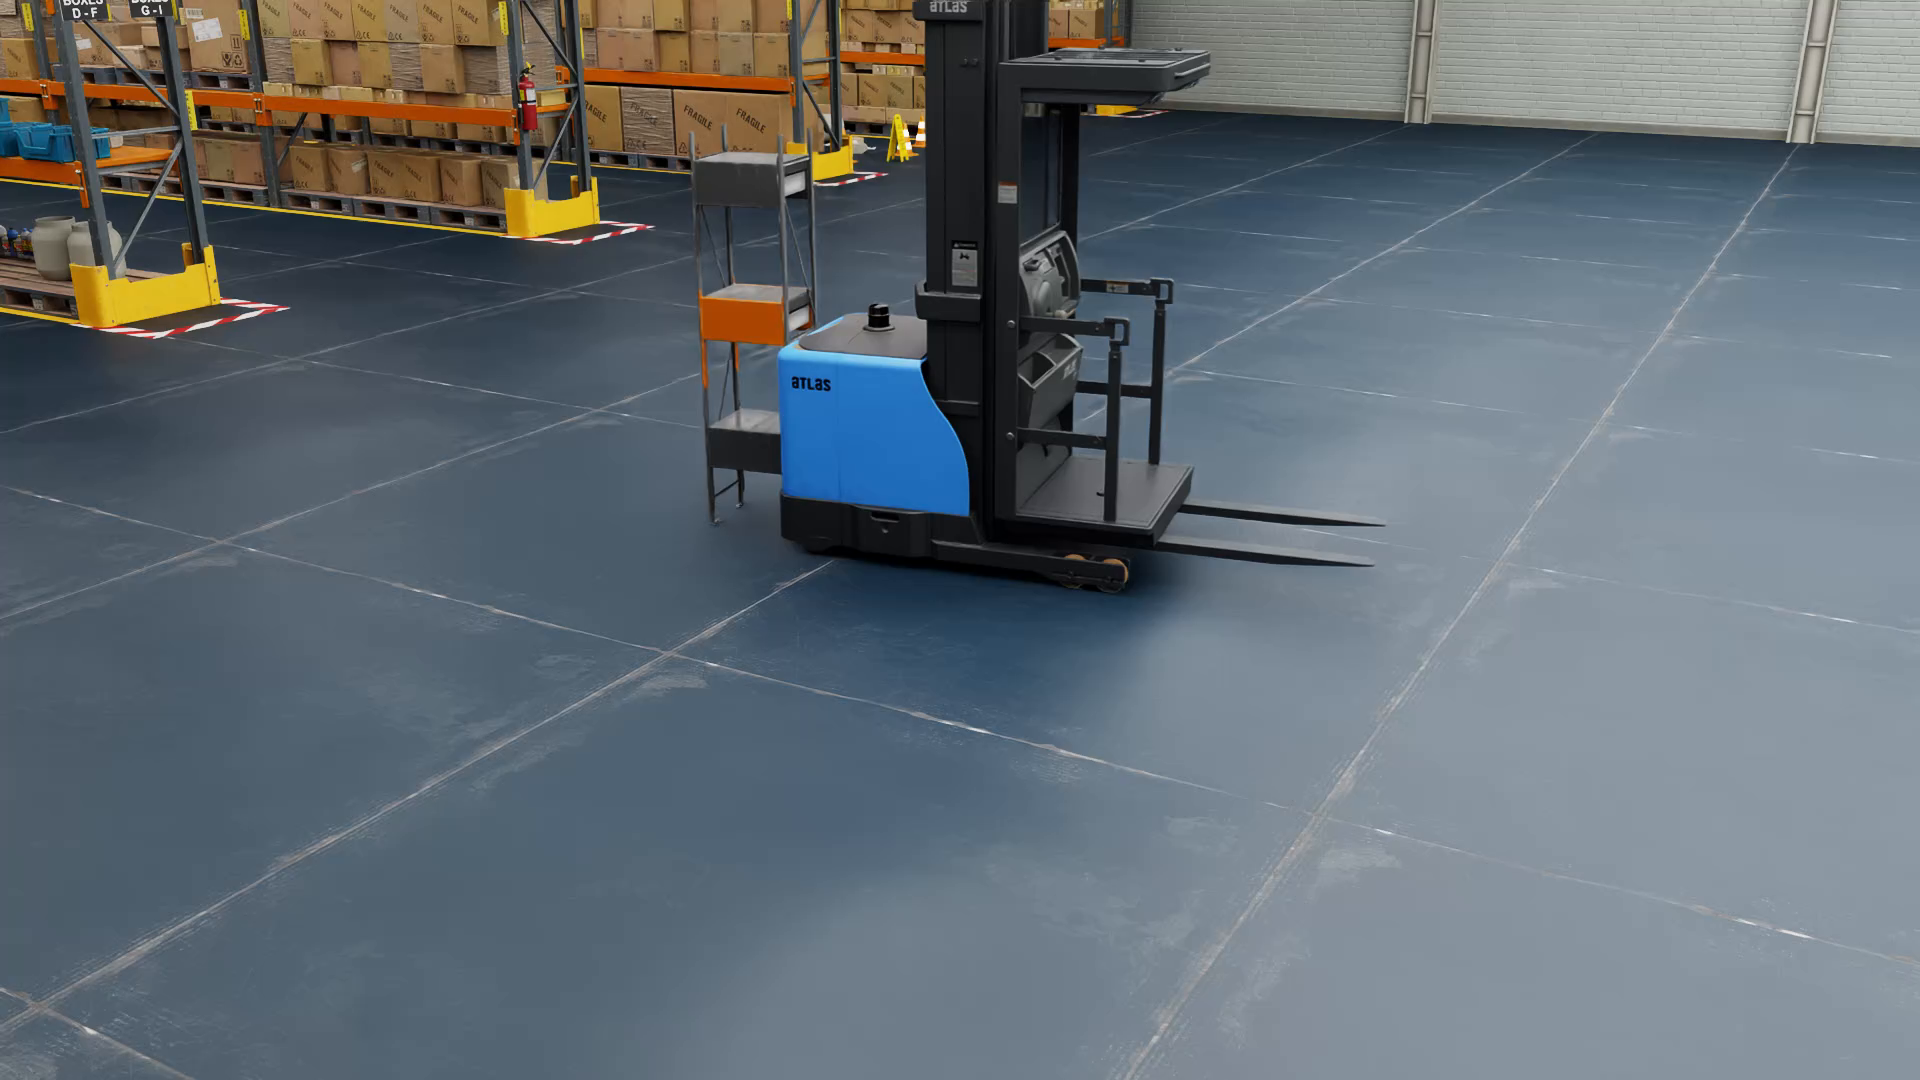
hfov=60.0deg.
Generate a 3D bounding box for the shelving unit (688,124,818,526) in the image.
[{"bbox_3d":[-1.065,-1.104,8.828,0.503,2.100,0.431,7,21,18],"label":"shelving unit"}]

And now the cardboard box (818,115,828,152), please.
[{"bbox_3d":[-2.330,-6.140,25.054,0.637,0.503,0.797,-4,20,-10],"label":"cardboard box"}]

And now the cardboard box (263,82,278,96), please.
[{"bbox_3d":[-7.846,-5.247,19.299,0.250,0.149,0.380,11,23,27],"label":"cardboard box"}]

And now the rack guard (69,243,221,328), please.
[{"bbox_3d":[-6.900,-2.174,14.125,0.348,0.500,1.175,11,23,27],"label":"rack guard"}]

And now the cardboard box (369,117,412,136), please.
[{"bbox_3d":[-8.384,-6.627,25.419,0.750,0.750,1.050,10,22,27],"label":"cardboard box"}]

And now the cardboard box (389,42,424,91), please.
[{"bbox_3d":[-5.772,-5.255,18.370,0.500,0.500,0.875,11,23,27],"label":"cardboard box"}]

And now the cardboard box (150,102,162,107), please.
[{"bbox_3d":[-13.279,-7.316,27.763,0.250,0.149,0.380,10,22,25],"label":"cardboard box"}]

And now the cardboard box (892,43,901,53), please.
[{"bbox_3d":[-0.876,-7.832,26.426,0.250,0.149,0.380,11,23,28],"label":"cardboard box"}]

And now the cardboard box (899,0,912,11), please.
[{"bbox_3d":[-0.553,-8.538,25.956,0.500,0.500,0.700,11,23,28],"label":"cardboard box"}]

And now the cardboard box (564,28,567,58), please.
[{"bbox_3d":[-5.708,-7.164,24.071,0.500,0.500,0.500,11,23,28],"label":"cardboard box"}]

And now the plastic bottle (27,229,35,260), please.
[{"bbox_3d":[-8.540,-2.726,15.337,0.097,0.271,0.097,0,20,0],"label":"plastic bottle"}]

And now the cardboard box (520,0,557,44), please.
[{"bbox_3d":[-4.742,-5.654,18.005,0.500,0.500,0.500,11,23,27],"label":"cardboard box"}]

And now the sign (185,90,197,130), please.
[{"bbox_3d":[-6.538,-3.644,14.105,0.005,0.325,0.100,11,23,27],"label":"sign"}]

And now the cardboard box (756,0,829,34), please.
[{"bbox_3d":[-2.193,-6.936,21.784,0.550,0.550,0.875,11,23,27],"label":"cardboard box"}]

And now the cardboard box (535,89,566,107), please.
[{"bbox_3d":[-4.527,-4.825,18.137,0.250,0.149,0.380,11,23,27],"label":"cardboard box"}]

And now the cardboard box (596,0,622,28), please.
[{"bbox_3d":[-4.538,-7.400,23.062,0.550,0.550,0.875,11,23,27],"label":"cardboard box"}]

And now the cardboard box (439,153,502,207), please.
[{"bbox_3d":[-5.470,-4.045,18.668,0.500,0.500,0.500,18,27,41],"label":"cardboard box"}]

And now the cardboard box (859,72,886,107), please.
[{"bbox_3d":[-1.283,-7.260,26.797,0.500,0.500,0.500,10,22,26],"label":"cardboard box"}]

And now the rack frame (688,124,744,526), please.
[{"bbox_3d":[-1.296,-1.130,8.902,0.015,2.100,0.400,7,21,18],"label":"rack frame"}]

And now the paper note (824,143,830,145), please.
[{"bbox_3d":[-2.026,-6.125,25.721,0.148,0.019,0.142,-16,26,-38],"label":"paper note"}]

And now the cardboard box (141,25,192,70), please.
[{"bbox_3d":[-9.445,-5.997,20.231,0.637,0.503,0.797,13,24,33],"label":"cardboard box"}]

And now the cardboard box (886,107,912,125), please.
[{"bbox_3d":[-0.847,-6.823,26.692,0.500,0.250,0.500,11,23,27],"label":"cardboard box"}]

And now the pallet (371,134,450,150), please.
[{"bbox_3d":[-8.220,-6.151,25.512,1.213,0.211,1.003,11,23,27],"label":"pallet"}]

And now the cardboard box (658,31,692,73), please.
[{"bbox_3d":[-3.635,-6.695,22.702,0.500,0.550,0.875,11,23,27],"label":"cardboard box"}]

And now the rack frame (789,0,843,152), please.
[{"bbox_3d":[-1.888,-6.285,21.792,0.127,3.000,1.000,11,23,27],"label":"rack frame"}]

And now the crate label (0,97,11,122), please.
[{"bbox_3d":[-8.549,-3.593,14.319,0.616,0.435,0.502,11,23,27],"label":"crate label"}]

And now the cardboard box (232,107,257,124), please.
[{"bbox_3d":[-11.386,-7.013,26.850,0.500,0.500,0.500,12,23,30],"label":"cardboard box"}]

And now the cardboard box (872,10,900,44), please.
[{"bbox_3d":[-1.040,-8.139,26.321,0.500,0.500,0.500,11,23,27],"label":"cardboard box"}]

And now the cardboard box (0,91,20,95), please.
[{"bbox_3d":[-12.746,-5.625,22.474,0.875,0.875,1.225,11,23,27],"label":"cardboard box"}]

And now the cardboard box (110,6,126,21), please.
[{"bbox_3d":[-13.810,-8.633,27.684,0.500,0.500,0.500,11,23,27],"label":"cardboard box"}]

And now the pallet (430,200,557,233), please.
[{"bbox_3d":[-5.153,-3.672,18.679,1.213,0.211,1.003,11,23,27],"label":"pallet"}]

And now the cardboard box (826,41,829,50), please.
[{"bbox_3d":[-1.996,-8.026,26.961,0.250,0.149,0.380,11,23,27],"label":"cardboard box"}]

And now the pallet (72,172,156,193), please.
[{"bbox_3d":[-10.698,-4.714,21.551,1.213,0.211,1.003,11,23,27],"label":"pallet"}]

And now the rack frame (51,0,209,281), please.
[{"bbox_3d":[-6.810,-3.350,13.703,0.127,3.000,1.000,11,23,27],"label":"rack frame"}]

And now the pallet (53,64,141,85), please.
[{"bbox_3d":[-10.705,-5.978,21.229,1.003,0.211,1.213,11,23,27],"label":"pallet"}]

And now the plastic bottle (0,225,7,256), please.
[{"bbox_3d":[-9.010,-2.807,15.553,0.135,0.276,0.152,11,23,28],"label":"plastic bottle"}]

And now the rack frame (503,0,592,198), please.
[{"bbox_3d":[-4.395,-4.825,17.768,0.127,3.000,1.000,11,23,27],"label":"rack frame"}]

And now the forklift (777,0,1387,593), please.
[{"bbox_3d":[0.635,-1.321,8.209,3.031,2.935,1.130,7,21,17],"label":"forklift"}]

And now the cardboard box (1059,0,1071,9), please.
[{"bbox_3d":[1.982,-9.675,30.039,0.250,0.149,0.380,11,23,28],"label":"cardboard box"}]

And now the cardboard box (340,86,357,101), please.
[{"bbox_3d":[-6.743,-5.046,18.746,0.250,0.149,0.380,11,23,27],"label":"cardboard box"}]

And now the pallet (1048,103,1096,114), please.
[{"bbox_3d":[2.167,-8.057,30.768,1.213,0.211,1.003,11,23,27],"label":"pallet"}]

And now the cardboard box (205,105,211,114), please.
[{"bbox_3d":[-12.525,-7.294,28.138,0.250,0.149,0.380,10,22,25],"label":"cardboard box"}]

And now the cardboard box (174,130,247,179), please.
[{"bbox_3d":[-9.308,-4.808,20.742,0.500,0.500,0.700,9,22,23],"label":"cardboard box"}]

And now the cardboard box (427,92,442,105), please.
[{"bbox_3d":[-5.614,-4.861,18.235,0.250,0.149,0.380,11,23,27],"label":"cardboard box"}]

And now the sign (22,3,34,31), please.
[{"bbox_3d":[-11.647,-6.534,20.781,0.005,0.325,0.100,11,23,27],"label":"sign"}]

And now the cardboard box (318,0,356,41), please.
[{"bbox_3d":[-6.745,-5.830,18.491,0.500,0.500,0.500,11,23,27],"label":"cardboard box"}]

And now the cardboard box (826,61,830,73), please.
[{"bbox_3d":[-2.141,-7.701,27.061,0.250,0.149,0.380,12,23,29],"label":"cardboard box"}]

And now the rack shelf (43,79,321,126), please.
[{"bbox_3d":[-9.633,-5.485,20.641,4.000,0.370,1.077,11,23,27],"label":"rack shelf"}]
